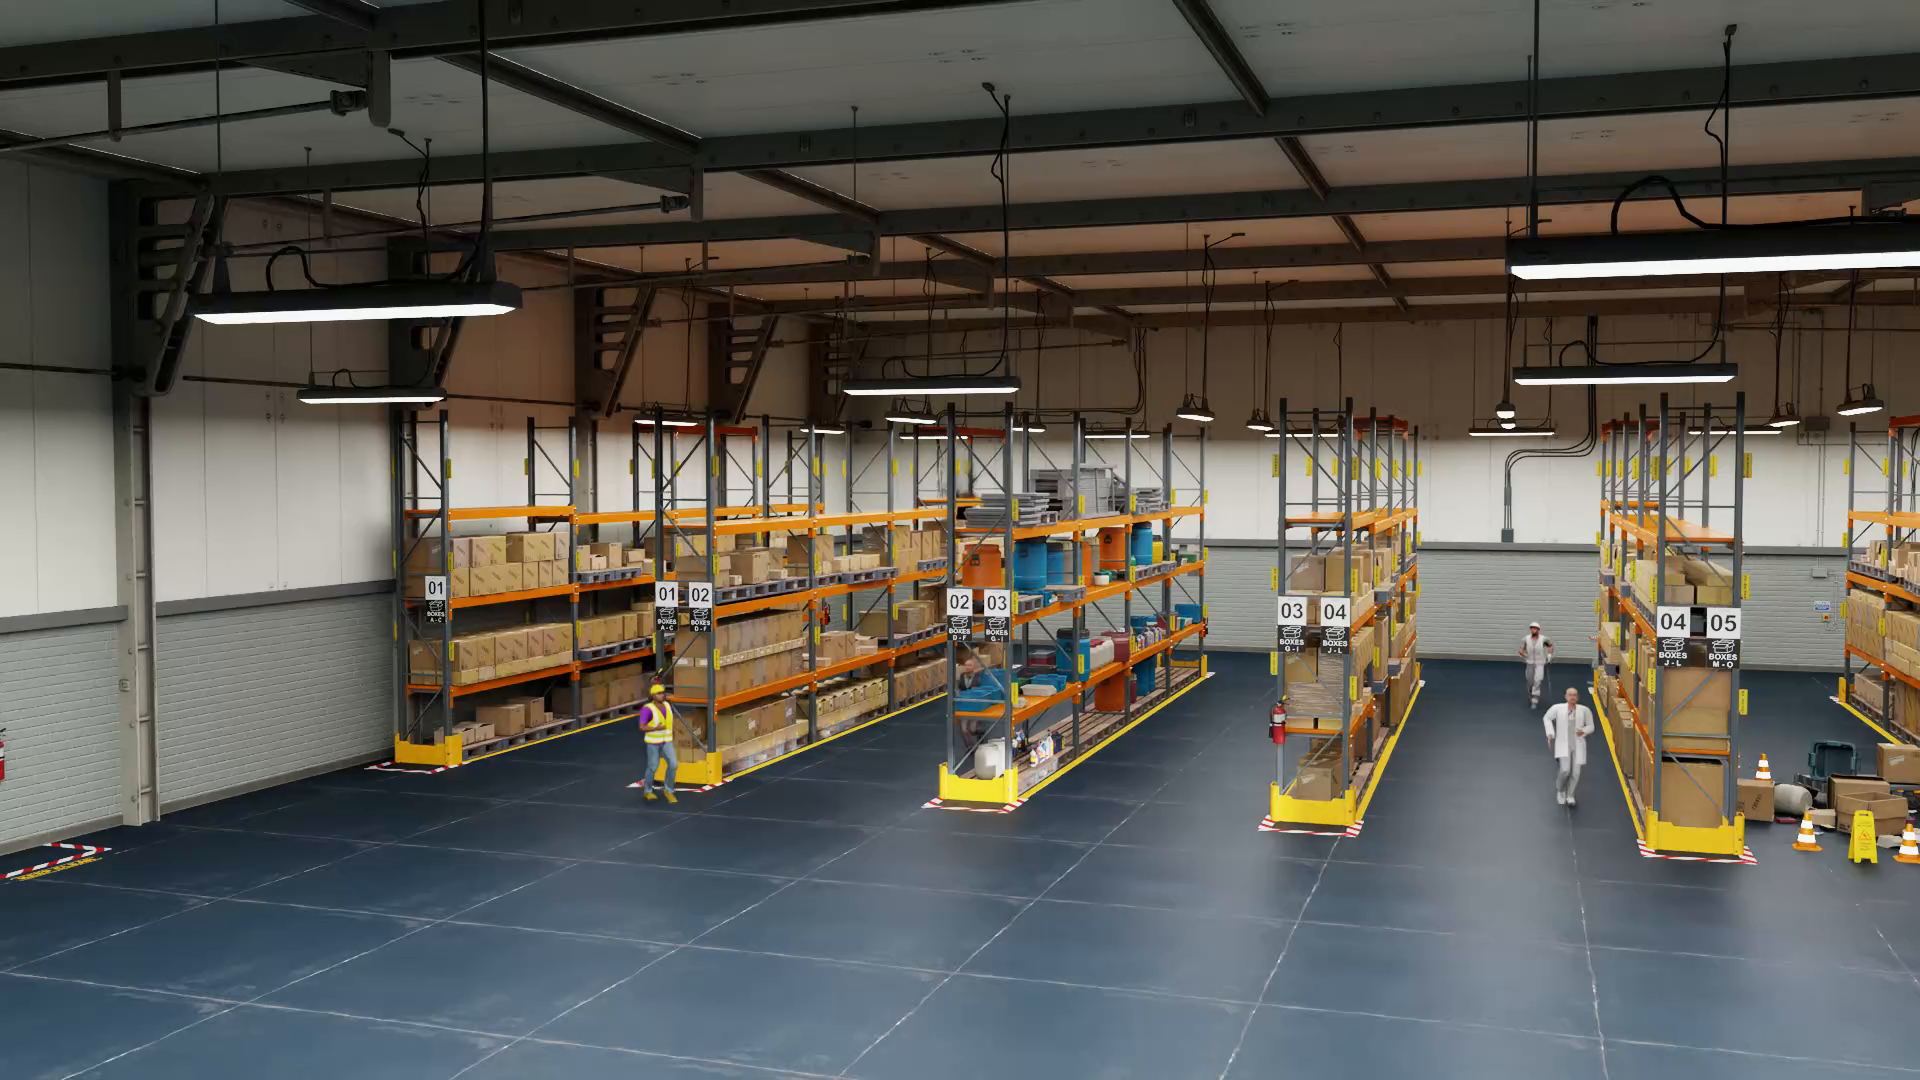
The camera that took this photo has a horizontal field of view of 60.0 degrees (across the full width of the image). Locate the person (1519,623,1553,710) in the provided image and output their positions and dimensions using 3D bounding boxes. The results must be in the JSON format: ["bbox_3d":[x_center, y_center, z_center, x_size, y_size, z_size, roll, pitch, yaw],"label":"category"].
[{"bbox_3d":[12.065,2.615,34.847,0.668,1.789,0.986,1,3,27],"label":"person"}]

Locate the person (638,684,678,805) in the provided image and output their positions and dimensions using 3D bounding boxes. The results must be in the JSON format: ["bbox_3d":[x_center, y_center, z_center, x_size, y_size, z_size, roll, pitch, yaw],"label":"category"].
[{"bbox_3d":[-4.490,3.056,24.850,0.705,1.809,0.722,-2,3,-40],"label":"person"}]

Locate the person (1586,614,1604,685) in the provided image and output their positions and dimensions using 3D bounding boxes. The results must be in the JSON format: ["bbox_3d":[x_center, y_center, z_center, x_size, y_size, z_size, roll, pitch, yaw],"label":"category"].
[{"bbox_3d":[14.761,2.516,38.306,0.586,1.684,0.912,1,3,16],"label":"person"}]

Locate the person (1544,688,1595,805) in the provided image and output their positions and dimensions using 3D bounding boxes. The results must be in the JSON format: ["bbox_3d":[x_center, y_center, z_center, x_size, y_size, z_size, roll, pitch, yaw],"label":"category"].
[{"bbox_3d":[9.021,3.061,24.582,0.685,1.747,0.712,0,2,11],"label":"person"}]

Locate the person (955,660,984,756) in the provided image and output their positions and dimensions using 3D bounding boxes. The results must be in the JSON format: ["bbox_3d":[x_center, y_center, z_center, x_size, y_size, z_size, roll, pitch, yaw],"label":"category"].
[{"bbox_3d":[0.194,2.926,29.160,0.643,1.673,0.618,1,3,15],"label":"person"}]
